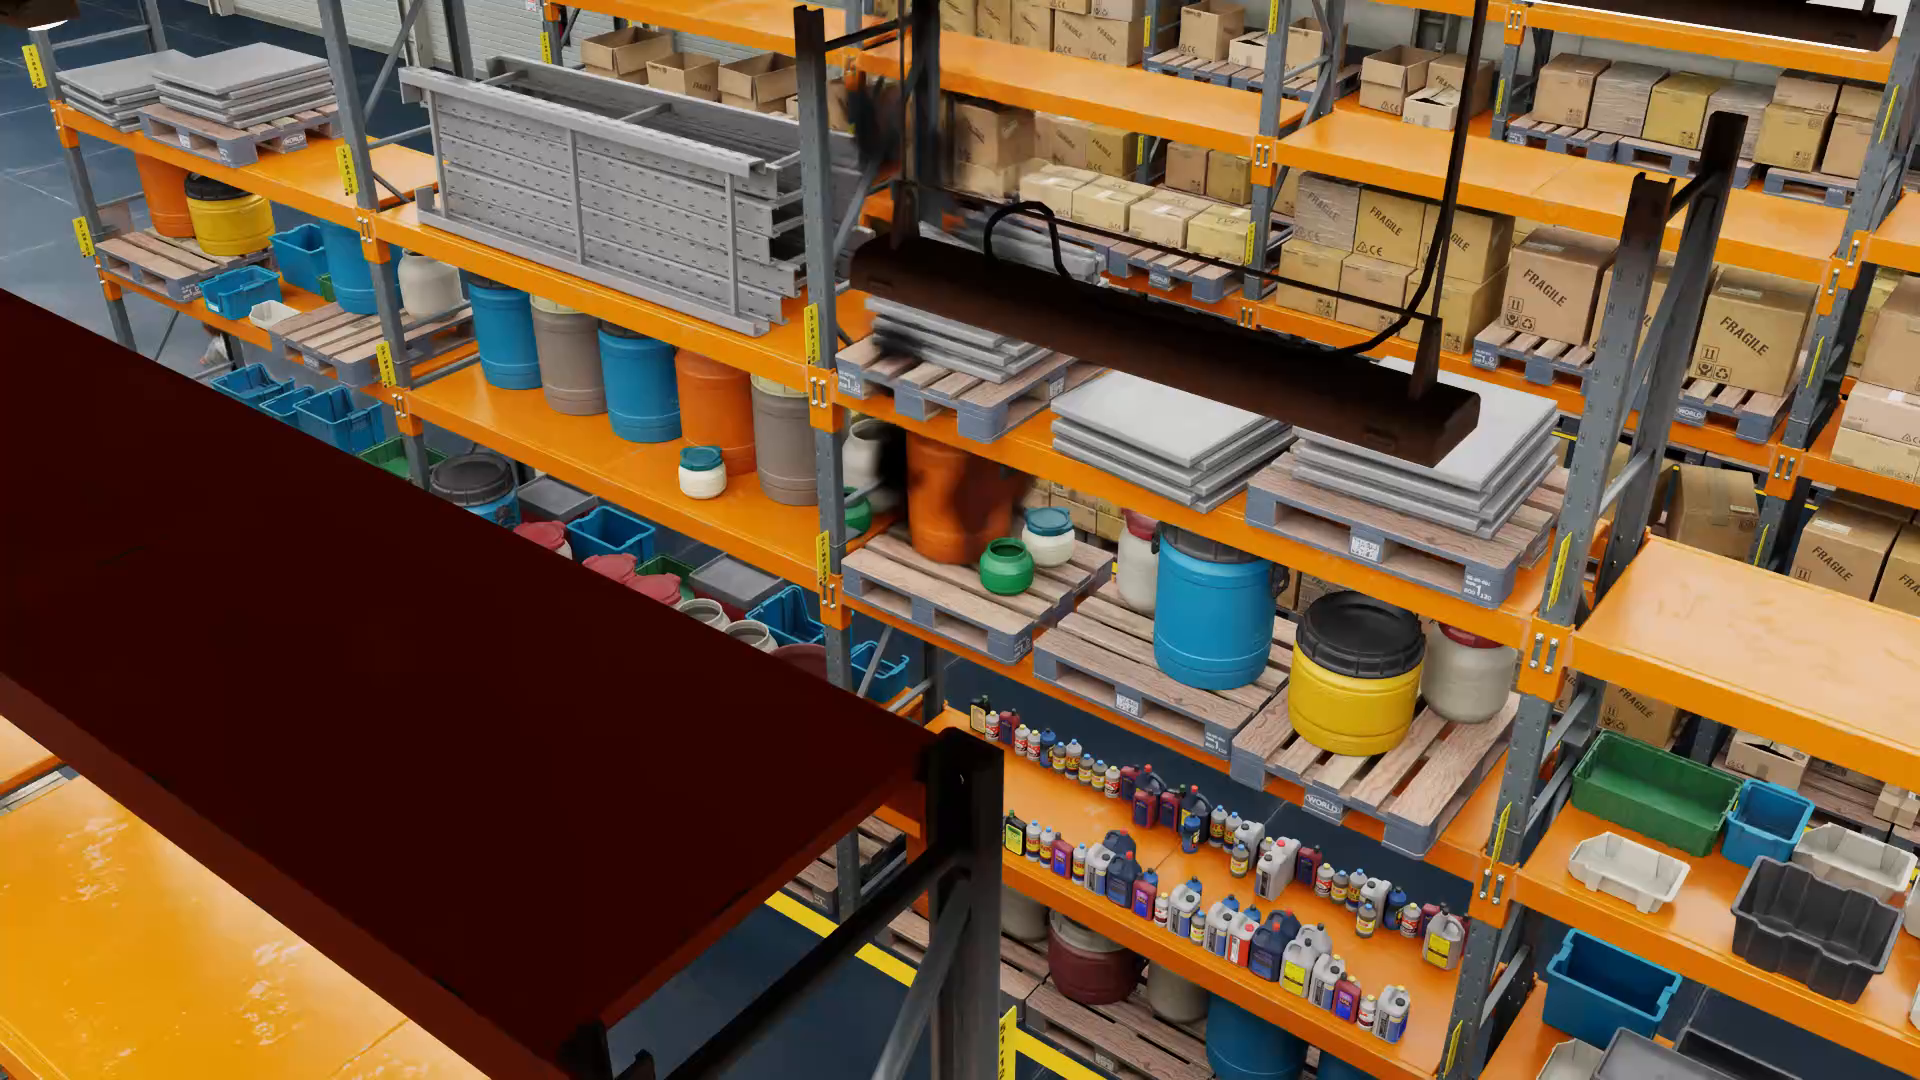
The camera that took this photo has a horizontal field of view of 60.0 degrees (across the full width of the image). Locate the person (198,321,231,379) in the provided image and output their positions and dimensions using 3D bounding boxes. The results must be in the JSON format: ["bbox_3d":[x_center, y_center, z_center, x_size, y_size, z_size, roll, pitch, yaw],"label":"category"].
[{"bbox_3d":[-7.051,-1.492,16.152,0.793,1.589,0.548,0,31,0],"label":"person"}]

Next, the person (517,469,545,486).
[{"bbox_3d":[-3.670,-0.726,14.800,0.826,1.735,0.715,17,35,25],"label":"person"}]
